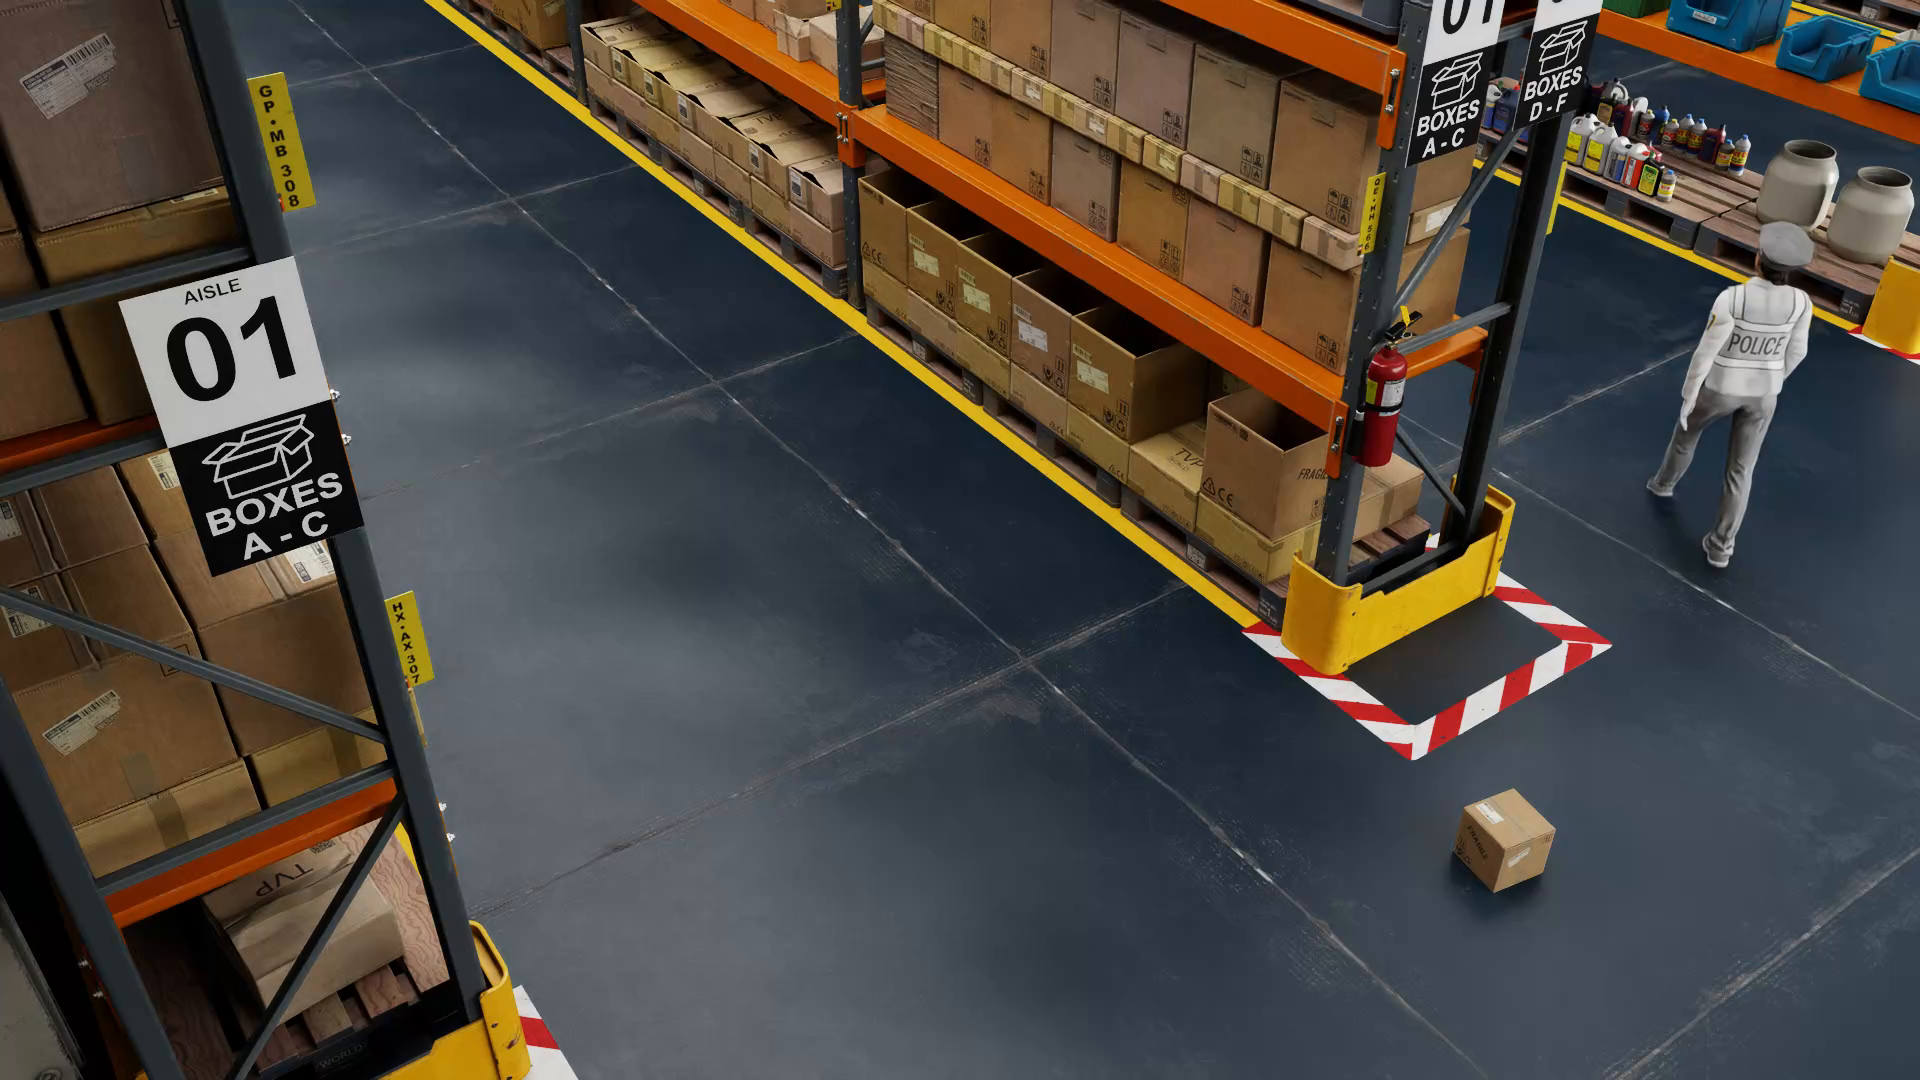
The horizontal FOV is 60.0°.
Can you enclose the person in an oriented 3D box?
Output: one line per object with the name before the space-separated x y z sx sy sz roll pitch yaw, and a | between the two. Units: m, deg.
person | 3.709 -0.736 7.979 0.539 1.700 0.838 7 37 9
